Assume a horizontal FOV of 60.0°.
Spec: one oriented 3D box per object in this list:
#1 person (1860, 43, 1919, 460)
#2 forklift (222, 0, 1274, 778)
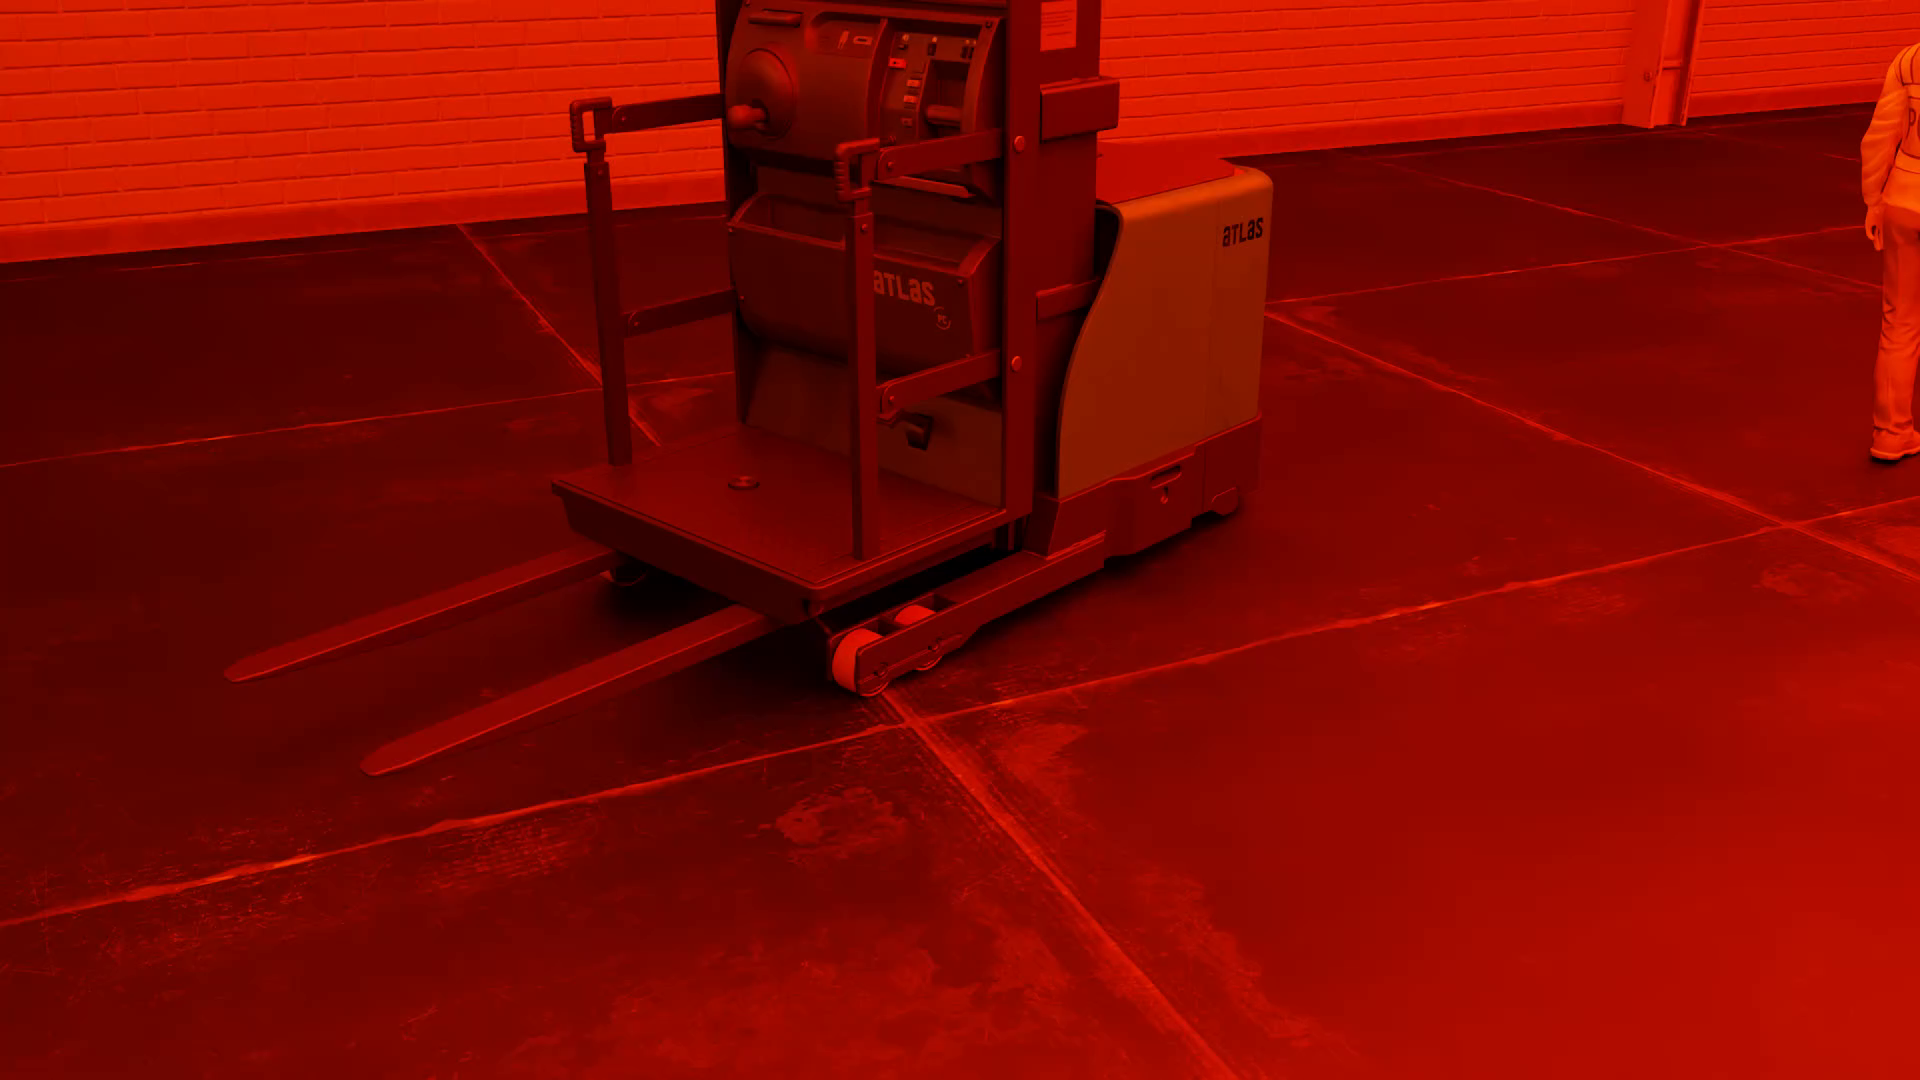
[{"bbox_3d":[3.275,-1.077,5.470,0.531,1.694,0.587,-15,27,-31],"label":"person"},{"bbox_3d":[-0.413,-1.182,4.131,1.130,2.935,3.031,19,29,39],"label":"forklift"}]
